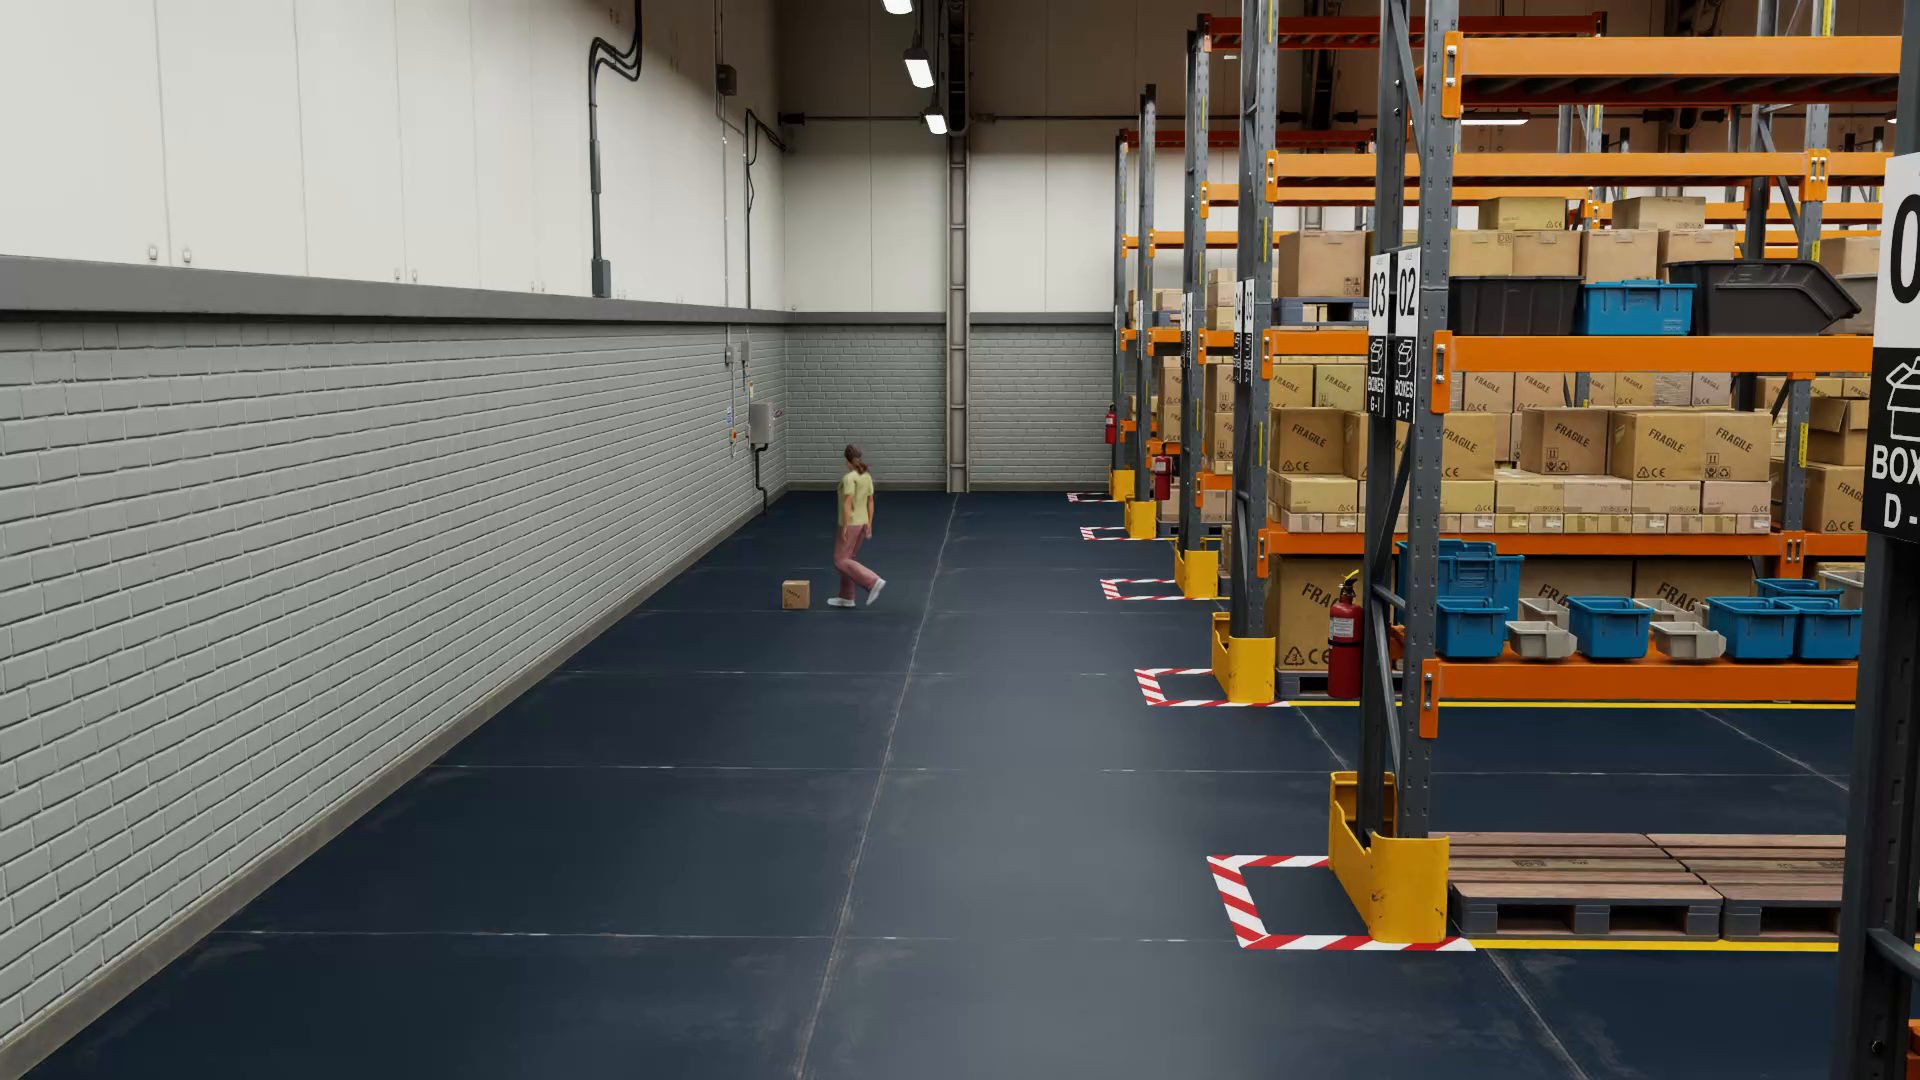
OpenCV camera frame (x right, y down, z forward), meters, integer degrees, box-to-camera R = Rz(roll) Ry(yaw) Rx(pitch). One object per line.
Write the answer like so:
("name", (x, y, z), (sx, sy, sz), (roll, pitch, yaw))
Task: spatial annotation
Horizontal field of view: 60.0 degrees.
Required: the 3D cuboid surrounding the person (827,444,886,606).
("person", (-1.042, -0.134, 16.741), (0.750, 1.661, 0.466), (4, 8, 27))
